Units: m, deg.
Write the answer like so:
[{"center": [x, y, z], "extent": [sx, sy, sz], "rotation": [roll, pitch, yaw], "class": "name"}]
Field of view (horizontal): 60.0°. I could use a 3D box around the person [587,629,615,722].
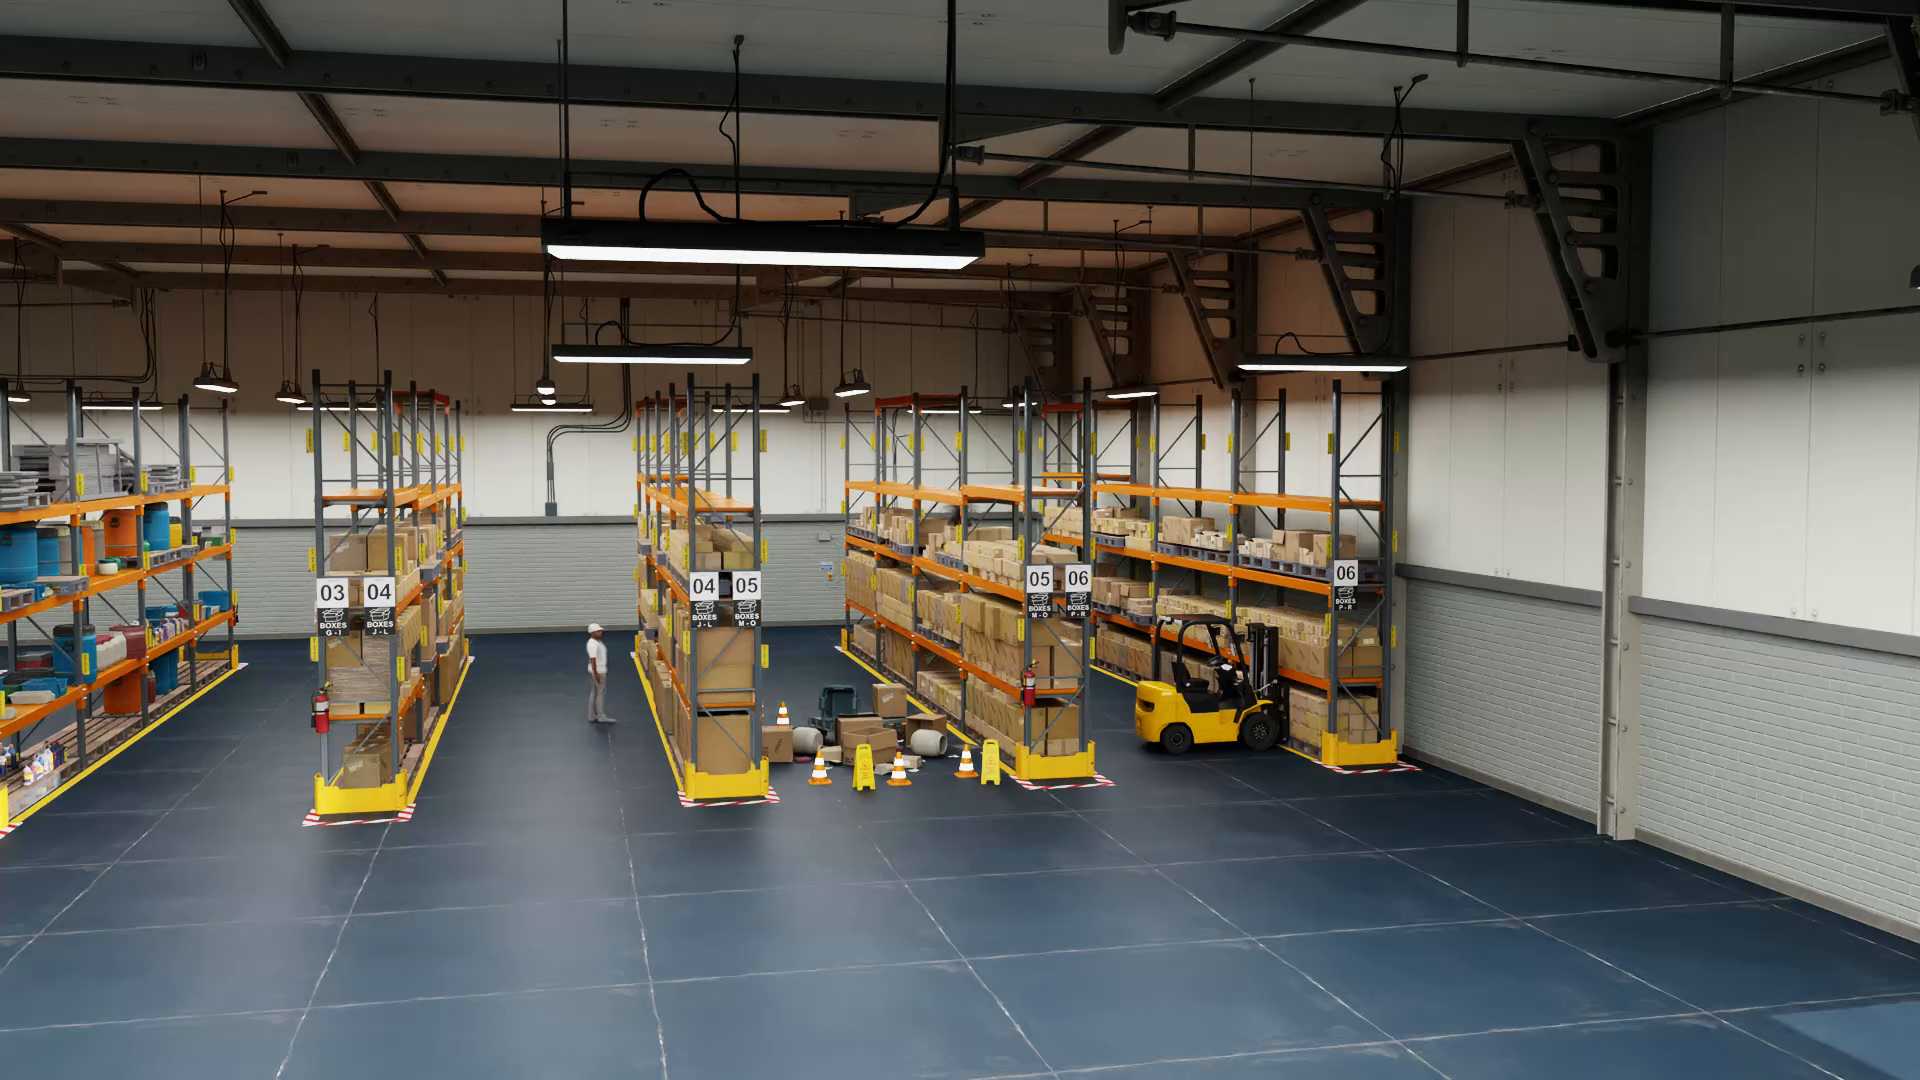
[{"center": [-6.502, 2.413, 30.011], "extent": [0.469, 1.728, 0.590], "rotation": [-1, 4, -23], "class": "person"}]
